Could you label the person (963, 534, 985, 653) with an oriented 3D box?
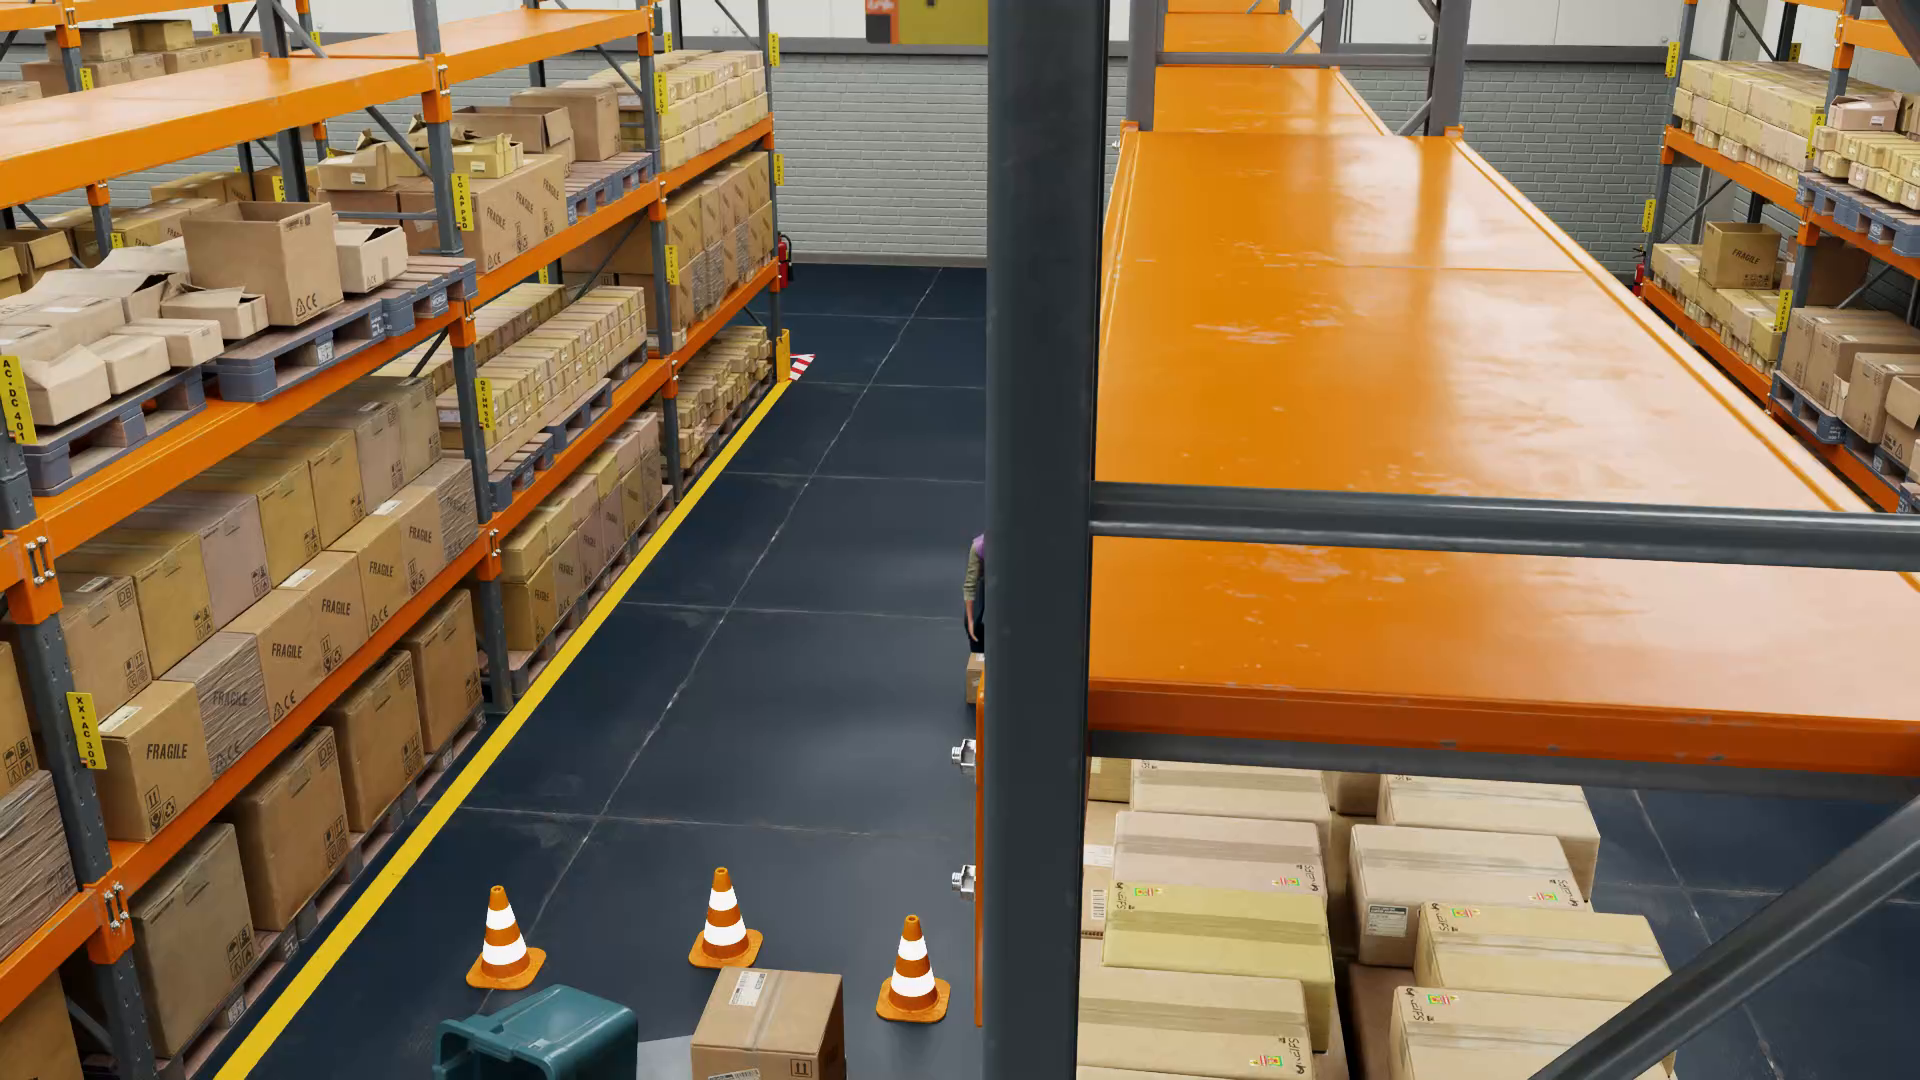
[{"bbox_3d":[0.263,0.372,11.155,0.462,1.143,0.725,3,22,6],"label":"person"}]
